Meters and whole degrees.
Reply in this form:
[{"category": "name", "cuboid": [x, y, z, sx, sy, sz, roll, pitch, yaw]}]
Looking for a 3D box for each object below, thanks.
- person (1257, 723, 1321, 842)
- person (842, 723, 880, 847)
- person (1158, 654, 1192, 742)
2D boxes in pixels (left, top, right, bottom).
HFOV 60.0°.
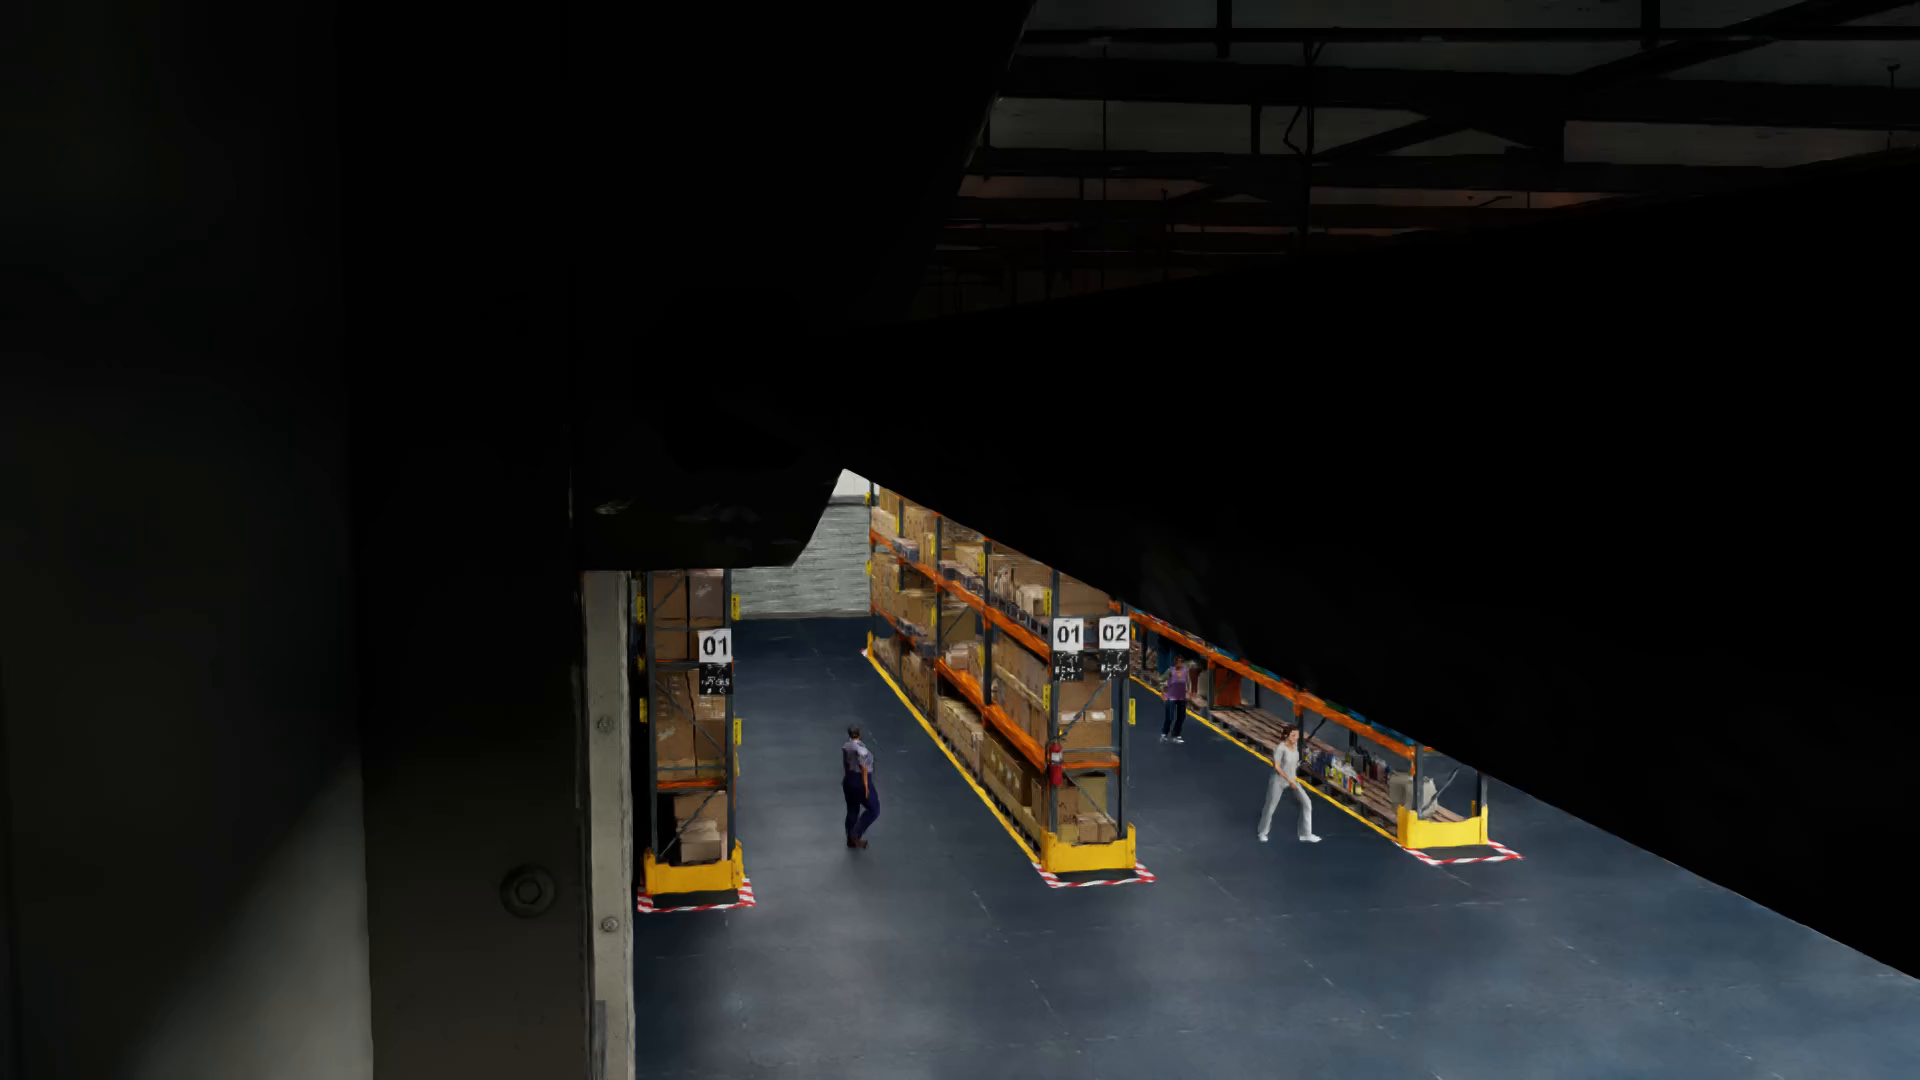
[{"category": "person", "cuboid": [4.338, 3.218, 22.114, 0.601, 1.616, 0.770, -4, 7, -32]}, {"category": "person", "cuboid": [-1.352, 3.234, 21.870, 0.437, 1.645, 0.539, -5, 8, -40]}, {"category": "person", "cuboid": [3.610, 2.658, 27.931, 0.566, 1.541, 0.512, -1, 6, -13]}]
